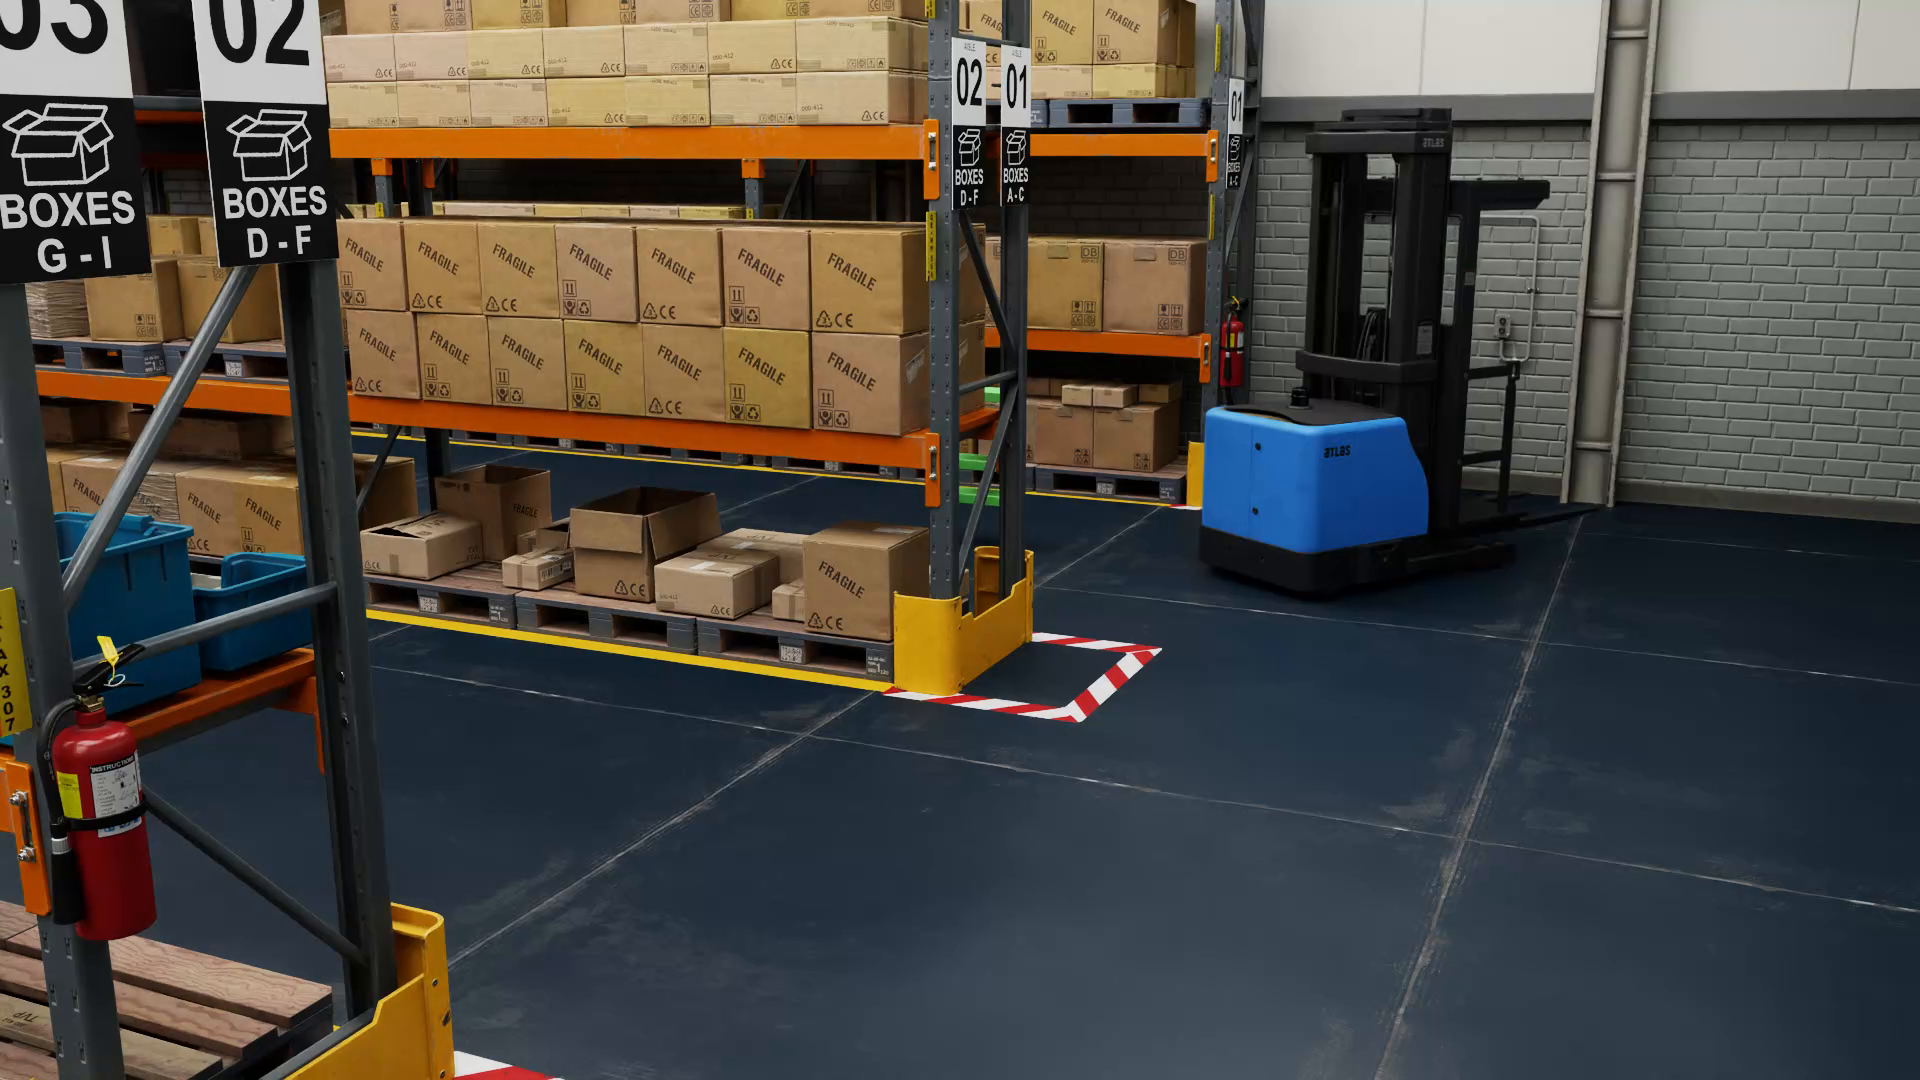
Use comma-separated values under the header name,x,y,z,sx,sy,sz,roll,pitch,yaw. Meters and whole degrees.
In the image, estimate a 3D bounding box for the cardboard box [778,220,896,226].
name,x,y,z,sx,sy,sz,roll,pitch,yaw
cardboard box,-0.674,-1.476,9.072,0.500,0.500,0.500,6,14,24

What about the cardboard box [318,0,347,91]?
name,x,y,z,sx,sy,sz,roll,pitch,yaw
cardboard box,-3.982,-2.992,10.017,0.600,0.600,0.600,4,14,18

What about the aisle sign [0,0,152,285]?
name,x,y,z,sx,sy,sz,roll,pitch,yaw
aisle sign,-1.957,-0.961,3.595,0.004,0.787,0.394,6,14,23

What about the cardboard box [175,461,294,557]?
name,x,y,z,sx,sy,sz,roll,pitch,yaw
cardboard box,-4.567,-0.199,10.544,0.500,0.500,0.500,6,14,23

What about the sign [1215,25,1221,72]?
name,x,y,z,sx,sy,sz,roll,pitch,yaw
sign,1.876,-3.574,12.088,0.005,0.325,0.100,6,14,23

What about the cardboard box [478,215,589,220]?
name,x,y,z,sx,sy,sz,roll,pitch,yaw
cardboard box,-2.515,-1.664,9.872,0.500,0.500,0.500,5,14,22

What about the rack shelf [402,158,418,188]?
name,x,y,z,sx,sy,sz,roll,pitch,yaw
rack shelf,-5.380,-2.463,10.695,4.000,0.370,1.077,6,14,23

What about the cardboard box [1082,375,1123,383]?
name,x,y,z,sx,sy,sz,roll,pitch,yaw
cardboard box,1.160,-1.257,13.678,0.250,0.149,0.380,6,14,23

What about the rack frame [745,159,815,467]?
name,x,y,z,sx,sy,sz,roll,pitch,yaw
rack frame,-1.548,-2.203,14.577,0.127,3.000,1.000,6,14,23

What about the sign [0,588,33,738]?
name,x,y,z,sx,sy,sz,roll,pitch,yaw
sign,-2.112,0.273,3.667,0.005,0.325,0.100,6,14,23

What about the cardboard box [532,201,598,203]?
name,x,y,z,sx,sy,sz,roll,pitch,yaw
cardboard box,-3.746,-3.057,15.661,0.500,0.250,0.500,5,14,22

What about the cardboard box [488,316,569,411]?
name,x,y,z,sx,sy,sz,roll,pitch,yaw
cardboard box,-2.270,-1.019,9.313,0.500,0.500,0.500,6,14,23

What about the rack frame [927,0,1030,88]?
name,x,y,z,sx,sy,sz,roll,pitch,yaw
rack frame,0.106,-3.719,7.904,0.127,3.000,1.000,6,14,23

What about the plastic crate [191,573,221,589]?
name,x,y,z,sx,sy,sz,roll,pitch,yaw
plastic crate,-2.256,0.197,4.795,0.298,0.136,0.250,6,14,23

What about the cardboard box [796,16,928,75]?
name,x,y,z,sx,sy,sz,roll,pitch,yaw
cardboard box,-0.467,-2.423,8.182,0.500,0.250,0.500,6,14,23

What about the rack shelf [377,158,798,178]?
name,x,y,z,sx,sy,sz,roll,pitch,yaw
rack shelf,-3.377,-3.498,15.105,4.000,0.370,1.077,6,14,23

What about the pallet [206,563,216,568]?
name,x,y,z,sx,sy,sz,roll,pitch,yaw
pallet,-5.430,0.010,11.252,1.213,0.211,1.003,6,14,23

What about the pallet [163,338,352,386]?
name,x,y,z,sx,sy,sz,roll,pitch,yaw
pallet,-4.238,-1.171,10.601,1.213,0.211,1.003,6,14,23

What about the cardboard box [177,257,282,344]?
name,x,y,z,sx,sy,sz,roll,pitch,yaw
cardboard box,-4.548,-1.562,10.708,0.500,0.500,0.700,8,16,32

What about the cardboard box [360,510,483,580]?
name,x,y,z,sx,sy,sz,roll,pitch,yaw
cardboard box,-3.255,0.011,10.065,0.500,0.311,0.500,6,14,23

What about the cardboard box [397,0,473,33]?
name,x,y,z,sx,sy,sz,roll,pitch,yaw
cardboard box,-2.691,-3.051,9.217,0.500,0.500,0.700,6,14,23

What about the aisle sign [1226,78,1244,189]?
name,x,y,z,sx,sy,sz,roll,pitch,yaw
aisle sign,2.053,-3.029,12.407,0.004,0.787,0.394,6,14,23

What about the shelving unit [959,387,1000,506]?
name,x,y,z,sx,sy,sz,roll,pitch,yaw
shelving unit,0.151,-0.569,11.553,0.503,1.200,0.258,6,14,23

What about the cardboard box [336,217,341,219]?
name,x,y,z,sx,sy,sz,roll,pitch,yaw
cardboard box,-6.161,-2.923,16.466,0.500,0.500,0.700,4,14,18

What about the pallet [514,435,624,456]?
name,x,y,z,sx,sy,sz,roll,pitch,yaw
pallet,-3.404,-1.014,15.613,1.213,0.211,1.003,6,14,23

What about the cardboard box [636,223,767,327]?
name,x,y,z,sx,sy,sz,roll,pitch,yaw
cardboard box,-1.351,-1.411,8.793,0.500,0.500,0.500,6,15,25

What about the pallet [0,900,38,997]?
name,x,y,z,sx,sy,sz,roll,pitch,yaw
pallet,-3.754,1.396,5.342,1.213,0.211,1.003,6,14,23

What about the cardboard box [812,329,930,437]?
name,x,y,z,sx,sy,sz,roll,pitch,yaw
cardboard box,-0.414,-0.831,8.512,0.500,0.500,0.500,6,15,25

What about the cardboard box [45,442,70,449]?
name,x,y,z,sx,sy,sz,roll,pitch,yaw
cardboard box,-6.427,-0.386,11.344,0.500,0.500,0.500,5,14,21

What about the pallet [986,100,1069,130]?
name,x,y,z,sx,sy,sz,roll,pitch,yaw
pallet,0.307,-3.429,13.430,1.213,0.211,1.003,6,14,23

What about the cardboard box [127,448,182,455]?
name,x,y,z,sx,sy,sz,roll,pitch,yaw
cardboard box,-5.303,-0.403,11.413,0.500,0.500,0.500,5,14,21

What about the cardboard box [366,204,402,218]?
name,x,y,z,sx,sy,sz,roll,pitch,yaw
cardboard box,-5.533,-3.177,16.128,0.250,0.149,0.380,4,14,16

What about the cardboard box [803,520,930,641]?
name,x,y,z,sx,sy,sz,roll,pitch,yaw
cardboard box,-0.491,0.206,8.819,0.500,0.500,0.500,6,14,23

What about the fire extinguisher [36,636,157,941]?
name,x,y,z,sx,sy,sz,roll,pitch,yaw
fire extinguisher,-1.950,0.564,3.769,0.183,0.674,0.296,6,14,23

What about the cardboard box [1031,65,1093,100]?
name,x,y,z,sx,sy,sz,roll,pitch,yaw
cardboard box,0.856,-3.534,12.872,0.500,0.250,0.500,5,14,21

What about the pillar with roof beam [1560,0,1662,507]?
name,x,y,z,sx,sy,sz,roll,pitch,yaw
pillar with roof beam,3.184,-3.785,8.188,0.400,9.000,9.100,6,14,23

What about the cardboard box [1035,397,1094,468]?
name,x,y,z,sx,sy,sz,roll,pitch,yaw
cardboard box,0.971,-0.911,13.622,0.500,0.500,0.700,6,14,23

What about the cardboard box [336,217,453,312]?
name,x,y,z,sx,sy,sz,roll,pitch,yaw
cardboard box,-3.234,-1.601,9.604,0.500,0.500,0.500,6,15,25

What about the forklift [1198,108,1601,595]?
name,x,y,z,sx,sy,sz,roll,pitch,yaw
forklift,3.080,-1.320,10.965,3.031,2.935,1.130,-8,16,-31

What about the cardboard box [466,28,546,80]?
name,x,y,z,sx,sy,sz,roll,pitch,yaw
cardboard box,-2.297,-2.607,8.968,0.500,0.250,0.500,6,14,23

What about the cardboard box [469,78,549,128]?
name,x,y,z,sx,sy,sz,roll,pitch,yaw
cardboard box,-2.295,-2.365,9.030,0.500,0.250,0.500,6,14,23

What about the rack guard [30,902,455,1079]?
name,x,y,z,sx,sy,sz,roll,pitch,yaw
rack guard,-1.877,1.453,4.469,0.348,0.500,1.175,6,14,23

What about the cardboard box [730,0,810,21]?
name,x,y,z,sx,sy,sz,roll,pitch,yaw
cardboard box,-0.793,-2.902,8.581,0.500,0.500,0.700,6,14,23

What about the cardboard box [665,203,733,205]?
name,x,y,z,sx,sy,sz,roll,pitch,yaw
cardboard box,-2.344,-2.915,15.057,0.500,0.250,0.500,6,14,24

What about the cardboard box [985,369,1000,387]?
name,x,y,z,sx,sy,sz,roll,pitch,yaw
cardboard box,0.233,-1.351,14.078,0.250,0.149,0.380,6,14,22

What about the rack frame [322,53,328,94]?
name,x,y,z,sx,sy,sz,roll,pitch,yaw
rack frame,-3.551,-4.089,9.481,0.127,3.000,1.000,6,14,23

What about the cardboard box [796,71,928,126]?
name,x,y,z,sx,sy,sz,roll,pitch,yaw
cardboard box,-0.471,-2.178,8.231,0.500,0.250,0.500,6,14,23

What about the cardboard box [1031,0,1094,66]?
name,x,y,z,sx,sy,sz,roll,pitch,yaw
cardboard box,0.876,-3.898,12.782,0.500,0.500,0.500,6,15,25

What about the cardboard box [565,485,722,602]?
name,x,y,z,sx,sy,sz,roll,pitch,yaw
cardboard box,-1.831,0.006,9.665,0.637,0.503,0.797,6,14,23

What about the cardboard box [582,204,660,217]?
name,x,y,z,sx,sy,sz,roll,pitch,yaw
cardboard box,-3.009,-2.858,14.812,0.500,0.250,0.500,6,15,24
